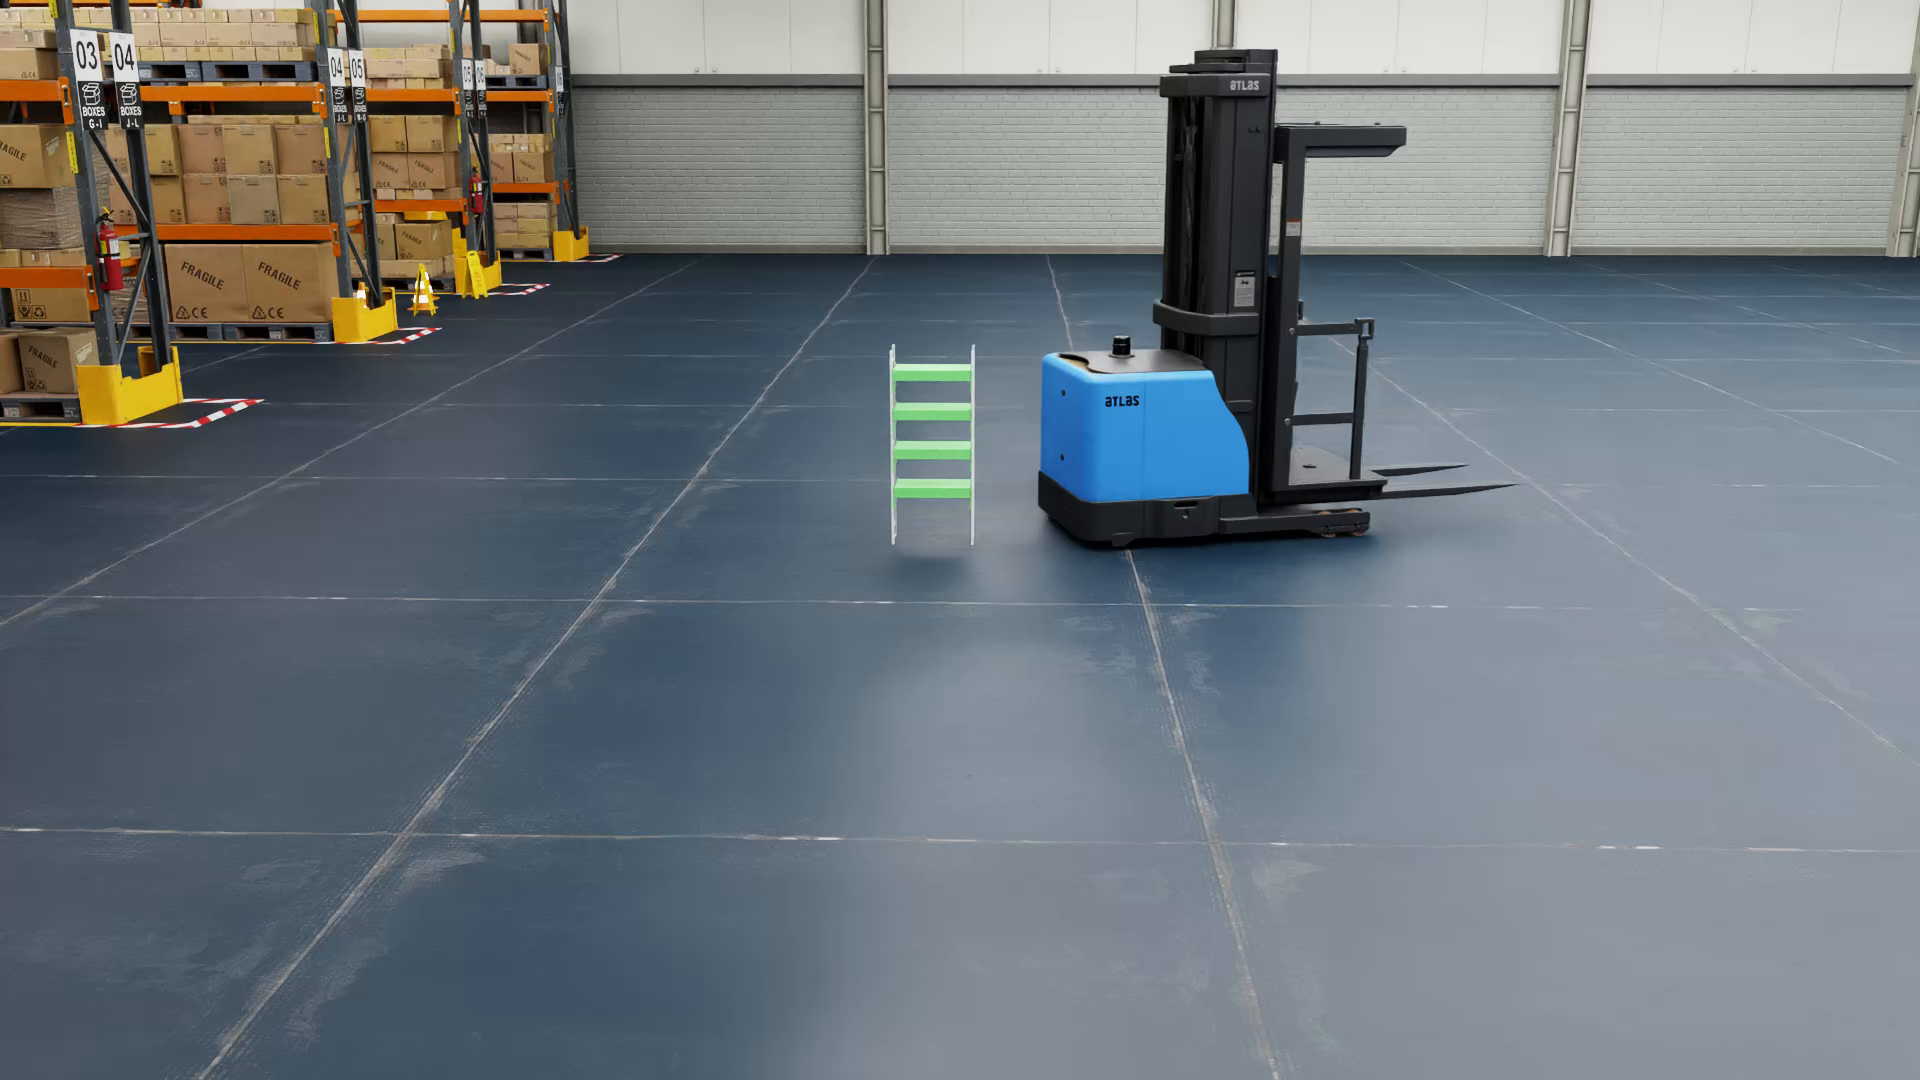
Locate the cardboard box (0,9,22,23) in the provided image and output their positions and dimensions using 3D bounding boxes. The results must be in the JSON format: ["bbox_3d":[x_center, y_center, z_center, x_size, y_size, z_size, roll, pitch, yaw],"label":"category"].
[{"bbox_3d":[-10.317,-5.733,18.221,0.250,0.149,0.380,0,15,1],"label":"cardboard box"}]

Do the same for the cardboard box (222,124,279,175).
[{"bbox_3d":[-7.851,-4.419,18.798,0.550,0.550,0.875,0,15,1],"label":"cardboard box"}]

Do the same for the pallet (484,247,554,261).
[{"bbox_3d":[-7.546,-5.007,28.903,1.213,0.211,1.003,0,15,1],"label":"pallet"}]

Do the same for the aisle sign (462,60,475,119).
[{"bbox_3d":[-6.849,-6.278,23.158,0.004,0.787,0.394,0,15,1],"label":"aisle sign"}]

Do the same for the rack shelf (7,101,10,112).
[{"bbox_3d":[-12.927,-4.973,18.841,4.000,0.370,1.077,0,15,1],"label":"rack shelf"}]

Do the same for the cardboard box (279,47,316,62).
[{"bbox_3d":[-7.270,-5.328,18.248,0.250,0.149,0.380,0,15,1],"label":"cardboard box"}]

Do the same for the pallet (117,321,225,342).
[{"bbox_3d":[-8.946,-2.477,19.317,1.213,0.211,1.003,0,15,1],"label":"pallet"}]

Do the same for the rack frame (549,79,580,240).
[{"bbox_3d":[-6.780,-6.361,28.569,0.127,3.000,1.000,0,15,1],"label":"rack frame"}]

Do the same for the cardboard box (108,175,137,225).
[{"bbox_3d":[-9.471,-3.900,18.947,0.550,0.550,0.875,0,15,1],"label":"cardboard box"}]

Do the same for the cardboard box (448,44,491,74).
[{"bbox_3d":[-8.250,-8.084,28.005,0.500,0.500,0.700,0,15,2],"label":"cardboard box"}]

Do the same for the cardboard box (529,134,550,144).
[{"bbox_3d":[-7.144,-6.815,28.241,0.250,0.149,0.380,0,15,2],"label":"cardboard box"}]

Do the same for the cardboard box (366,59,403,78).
[{"bbox_3d":[-7.924,-6.558,23.148,0.500,0.250,0.500,0,15,1],"label":"cardboard box"}]

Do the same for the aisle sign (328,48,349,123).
[{"bbox_3d":[-6.865,-5.012,18.361,0.004,0.787,0.394,0,15,1],"label":"aisle sign"}]

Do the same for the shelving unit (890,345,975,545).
[{"bbox_3d":[-0.165,-0.581,10.191,0.503,1.200,0.258,0,15,1],"label":"shelving unit"}]

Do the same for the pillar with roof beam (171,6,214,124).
[{"bbox_3d":[-13.561,-8.437,24.679,0.400,9.000,9.100,0,15,1],"label":"pillar with roof beam"}]

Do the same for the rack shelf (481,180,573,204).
[{"bbox_3d":[-8.780,-6.026,28.710,4.000,0.370,1.077,0,15,1],"label":"rack shelf"}]

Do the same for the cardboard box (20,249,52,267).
[{"bbox_3d":[-7.696,-2.397,14.038,0.250,0.149,0.380,0,15,1],"label":"cardboard box"}]

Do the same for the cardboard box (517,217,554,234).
[{"bbox_3d":[-7.275,-5.399,28.512,0.500,0.250,0.500,0,15,1],"label":"cardboard box"}]

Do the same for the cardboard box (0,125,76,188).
[{"bbox_3d":[-7.712,-3.184,13.789,0.500,0.500,0.500,0,15,1],"label":"cardboard box"}]

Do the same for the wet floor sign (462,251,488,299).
[{"bbox_3d":[-6.741,-3.682,23.033,0.232,0.644,0.267,6,16,21],"label":"wet floor sign"}]

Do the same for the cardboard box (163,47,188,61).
[{"bbox_3d":[-8.540,-5.336,18.279,0.250,0.149,0.380,0,15,2],"label":"cardboard box"}]

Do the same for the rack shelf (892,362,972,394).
[{"bbox_3d":[-0.165,-0.984,10.085,0.480,0.148,0.258,0,15,1],"label":"rack shelf"}]

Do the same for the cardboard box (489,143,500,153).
[{"bbox_3d":[-7.895,-6.669,28.272,0.250,0.149,0.380,0,15,1],"label":"cardboard box"}]

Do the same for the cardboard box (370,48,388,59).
[{"bbox_3d":[-8.014,-6.760,23.130,0.250,0.149,0.380,0,15,2],"label":"cardboard box"}]

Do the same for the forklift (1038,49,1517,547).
[{"bbox_3d":[2.085,-1.556,10.494,3.031,2.935,1.130,-4,15,-13],"label":"forklift"}]

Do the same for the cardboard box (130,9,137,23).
[{"bbox_3d":[-9.051,-5.725,18.189,0.250,0.149,0.380,0,15,1],"label":"cardboard box"}]

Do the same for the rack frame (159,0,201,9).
[{"bbox_3d":[-10.902,-8.022,23.105,0.127,3.000,1.000,0,15,1],"label":"rack frame"}]

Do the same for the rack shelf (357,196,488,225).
[{"bbox_3d":[-8.903,-4.760,23.912,4.000,0.370,1.077,0,15,1],"label":"rack shelf"}]

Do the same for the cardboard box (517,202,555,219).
[{"bbox_3d":[-7.248,-5.641,28.449,0.500,0.250,0.500,1,15,3],"label":"cardboard box"}]

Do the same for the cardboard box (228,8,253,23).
[{"bbox_3d":[-7.780,-5.717,18.160,0.250,0.149,0.380,1,15,2],"label":"cardboard box"}]

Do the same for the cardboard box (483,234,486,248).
[{"bbox_3d":[-8.255,-5.168,28.615,0.500,0.250,0.500,1,15,2],"label":"cardboard box"}]

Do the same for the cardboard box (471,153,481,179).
[{"bbox_3d":[-8.310,-6.354,28.349,0.500,0.500,0.500,0,15,0],"label":"cardboard box"}]

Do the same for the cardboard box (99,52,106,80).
[{"bbox_3d":[-7.631,-4.015,14.090,0.500,0.250,0.500,1,15,3],"label":"cardboard box"}]

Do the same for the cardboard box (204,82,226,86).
[{"bbox_3d":[-10.336,-6.369,23.212,0.250,0.149,0.380,0,15,1],"label":"cardboard box"}]

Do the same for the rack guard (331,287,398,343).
[{"bbox_3d":[-6.905,-2.623,19.302,0.348,0.500,1.175,0,15,1],"label":"rack guard"}]

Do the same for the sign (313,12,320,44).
[{"bbox_3d":[-6.956,-5.534,17.974,0.005,0.325,0.100,0,15,1],"label":"sign"}]

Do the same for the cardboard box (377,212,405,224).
[{"bbox_3d":[-8.079,-4.569,23.602,0.250,0.149,0.380,1,15,3],"label":"cardboard box"}]

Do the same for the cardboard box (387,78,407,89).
[{"bbox_3d":[-7.781,-6.358,23.173,0.250,0.149,0.380,1,15,3],"label":"cardboard box"}]

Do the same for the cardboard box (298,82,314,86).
[{"bbox_3d":[-9.052,-6.375,23.236,0.250,0.149,0.380,0,15,2],"label":"cardboard box"}]

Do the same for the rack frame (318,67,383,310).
[{"bbox_3d":[-6.929,-3.832,18.984,0.127,3.000,1.000,0,15,1],"label":"rack frame"}]

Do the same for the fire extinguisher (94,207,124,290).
[{"bbox_3d":[-7.054,-2.412,13.754,0.183,0.674,0.296,0,15,1],"label":"fire extinguisher"}]

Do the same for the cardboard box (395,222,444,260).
[{"bbox_3d":[-7.711,-4.270,23.740,0.500,0.500,0.500,0,15,2],"label":"cardboard box"}]

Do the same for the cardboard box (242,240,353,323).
[{"bbox_3d":[-7.608,-2.995,19.154,0.875,0.875,0.875,0,15,2],"label":"cardboard box"}]

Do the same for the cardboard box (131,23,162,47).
[{"bbox_3d":[-8.931,-5.547,18.297,0.500,0.250,0.500,1,15,2],"label":"cardboard box"}]

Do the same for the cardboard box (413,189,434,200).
[{"bbox_3d":[-7.539,-4.895,23.505,0.250,0.149,0.380,0,15,1],"label":"cardboard box"}]

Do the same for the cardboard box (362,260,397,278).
[{"bbox_3d":[-8.236,-3.910,23.849,0.500,0.250,0.500,0,15,2],"label":"cardboard box"}]

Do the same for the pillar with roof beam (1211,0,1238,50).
[{"bbox_3d":[4.433,-8.320,24.235,0.400,9.000,9.100,0,15,1],"label":"pillar with roof beam"}]

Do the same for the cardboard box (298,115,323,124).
[{"bbox_3d":[-8.933,-5.739,23.474,0.500,0.500,0.700,0,15,1],"label":"cardboard box"}]

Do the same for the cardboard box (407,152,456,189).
[{"bbox_3d":[-7.453,-5.220,23.468,0.500,0.500,0.500,0,15,0],"label":"cardboard box"}]
